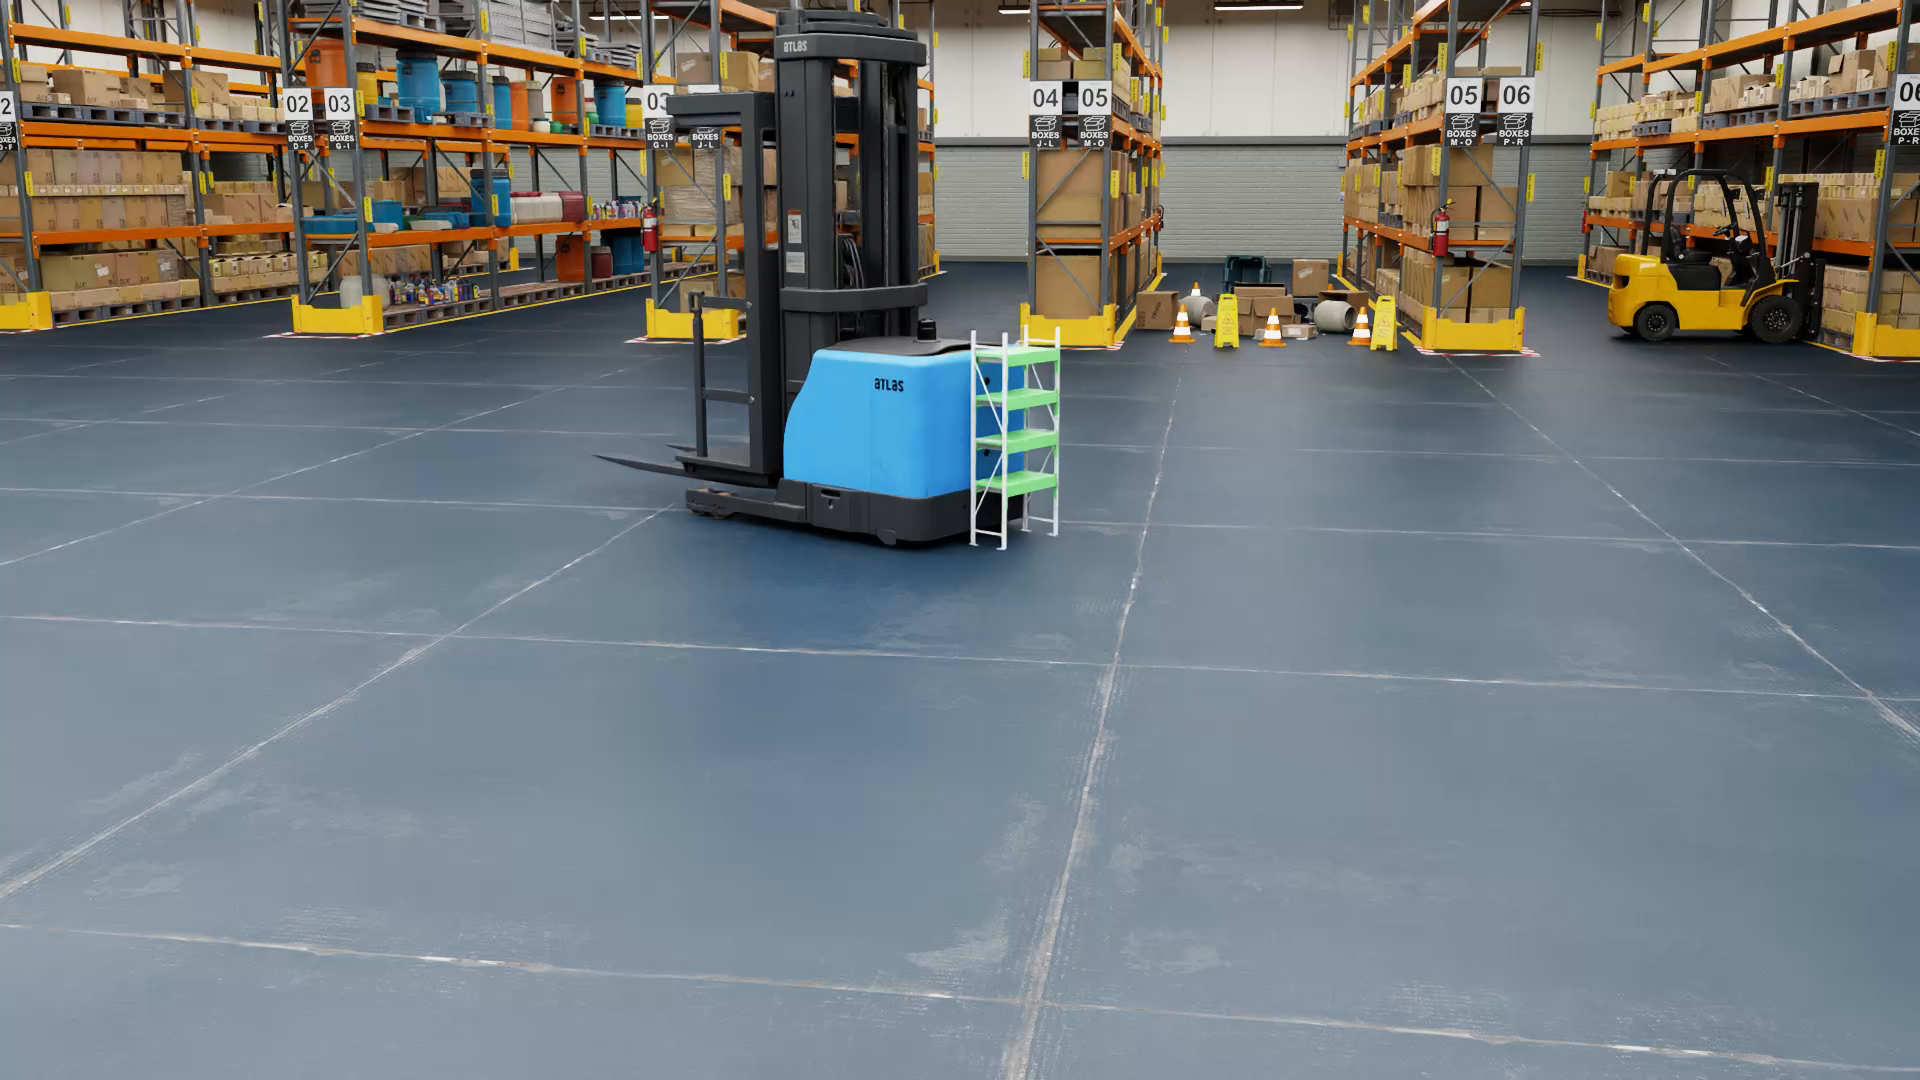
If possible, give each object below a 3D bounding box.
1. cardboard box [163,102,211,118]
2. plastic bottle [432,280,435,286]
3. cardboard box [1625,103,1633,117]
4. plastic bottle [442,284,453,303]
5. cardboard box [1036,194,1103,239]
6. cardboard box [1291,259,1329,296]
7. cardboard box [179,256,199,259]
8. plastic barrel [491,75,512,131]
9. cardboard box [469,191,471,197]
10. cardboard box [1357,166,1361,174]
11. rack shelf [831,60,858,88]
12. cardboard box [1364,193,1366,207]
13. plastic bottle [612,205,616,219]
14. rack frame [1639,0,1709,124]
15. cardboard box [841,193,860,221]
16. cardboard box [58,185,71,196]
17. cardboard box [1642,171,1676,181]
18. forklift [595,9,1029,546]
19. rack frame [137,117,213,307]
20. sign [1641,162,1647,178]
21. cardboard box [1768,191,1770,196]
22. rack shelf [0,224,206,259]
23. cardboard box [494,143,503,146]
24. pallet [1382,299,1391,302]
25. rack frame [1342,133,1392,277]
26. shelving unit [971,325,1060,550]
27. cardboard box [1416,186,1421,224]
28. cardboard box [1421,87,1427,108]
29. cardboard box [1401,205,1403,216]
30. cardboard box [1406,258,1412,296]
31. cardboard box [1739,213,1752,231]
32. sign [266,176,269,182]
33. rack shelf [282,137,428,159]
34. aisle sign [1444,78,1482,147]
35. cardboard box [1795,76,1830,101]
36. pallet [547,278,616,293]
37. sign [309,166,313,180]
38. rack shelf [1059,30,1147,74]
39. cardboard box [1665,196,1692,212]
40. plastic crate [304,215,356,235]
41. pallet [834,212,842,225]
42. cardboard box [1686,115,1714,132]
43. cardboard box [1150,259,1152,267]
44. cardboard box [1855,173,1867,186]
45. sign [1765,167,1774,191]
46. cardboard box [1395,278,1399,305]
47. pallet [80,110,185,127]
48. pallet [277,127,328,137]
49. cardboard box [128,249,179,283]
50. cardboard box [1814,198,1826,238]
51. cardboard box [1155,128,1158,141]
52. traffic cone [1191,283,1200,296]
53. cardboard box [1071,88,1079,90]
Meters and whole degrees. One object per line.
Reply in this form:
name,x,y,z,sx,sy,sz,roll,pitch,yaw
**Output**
cardboard box,-12.597,-7.004,27.113,0.500,0.250,0.500,3,13,15
plastic bottle,-8.290,-3.946,26.115,0.097,0.271,0.097,0,12,0
cardboard box,12.923,-8.142,31.497,0.500,0.250,0.500,2,12,8
plastic bottle,-7.730,-3.716,25.037,0.152,0.276,0.135,2,12,10
cardboard box,1.369,-4.094,21.013,0.875,0.550,0.550,2,12,9
cardboard box,5.115,-3.835,24.303,0.500,0.500,0.500,2,12,9
cardboard box,-12.849,-4.615,27.988,0.500,0.311,0.500,2,12,10
plastic barrel,-7.743,-7.213,27.534,0.600,0.901,0.708,2,12,9
cardboard box,-10.892,-7.406,36.501,0.500,0.500,0.500,2,12,8
cardboard box,7.908,-6.945,31.990,0.500,0.500,0.500,2,12,8
rack shelf,-1.991,-8.591,30.652,1.077,0.370,4.000,2,12,9
cardboard box,7.606,-6.175,30.198,0.500,0.250,0.500,2,12,9
plastic bottle,-6.584,-6.230,31.586,0.097,0.271,0.097,0,12,0
rack frame,13.014,-9.073,30.234,1.000,3.000,0.127,2,12,9
cardboard box,-1.955,-5.930,29.653,0.500,0.500,0.500,2,12,10
cardboard box,-12.966,-4.993,23.764,0.380,0.149,0.250,2,12,9
cardboard box,13.506,-6.880,32.170,0.500,0.500,0.500,2,12,7
forklift,-1.051,-1.632,10.110,3.031,2.935,1.130,10,16,38
rack frame,-12.702,-5.278,26.864,1.000,3.000,0.127,2,12,9
sign,14.174,-7.671,34.471,0.100,0.325,0.005,2,12,9
cardboard box,11.617,-4.919,23.423,0.380,0.149,0.250,2,12,11
rack shelf,-13.009,-4.510,25.008,1.077,0.370,4.000,2,12,9
cardboard box,-10.675,-9.053,37.619,0.500,0.250,0.500,2,12,9
pallet,7.182,-3.689,26.109,1.003,0.211,1.213,2,12,9
rack frame,8.724,-7.133,35.472,1.000,3.000,0.127,2,12,9
shelving unit,0.313,-0.585,9.361,0.258,1.200,0.503,10,15,38
cardboard box,6.333,-4.432,21.994,0.500,0.500,0.500,2,12,9
cardboard box,6.305,-5.774,21.696,0.500,0.250,0.500,2,12,9
cardboard box,6.685,-4.834,24.402,0.380,0.149,0.250,2,12,9
cardboard box,6.450,-3.637,22.999,0.500,0.500,0.500,2,12,11
cardboard box,11.674,-4.620,24.167,0.500,0.250,0.500,2,12,8
sign,-16.299,-8.417,39.186,0.100,0.325,0.005,2,12,9
rack shelf,-11.779,-7.642,32.419,1.077,0.370,4.000,2,12,9
aisle sign,5.967,-5.070,19.727,0.394,0.787,0.004,2,12,9
cardboard box,11.415,-5.987,22.010,0.500,0.311,0.500,2,12,10
pallet,-7.113,-4.752,31.041,1.003,0.211,1.213,2,12,9
sign,-15.217,-8.597,38.954,0.100,0.325,0.005,2,12,9
rack shelf,2.279,-7.576,25.945,1.077,0.370,4.000,2,12,9
cardboard box,12.241,-5.670,28.041,0.500,0.250,0.500,1,12,6
plastic crate,-8.642,-4.325,22.796,0.499,0.251,0.616,2,12,9
pallet,-2.563,-5.282,27.337,1.003,0.211,1.213,2,12,9
cardboard box,12.238,-6.815,27.234,0.500,0.250,0.500,1,12,7
cardboard box,3.574,-5.462,32.782,0.380,0.149,0.250,2,12,11
cardboard box,11.036,-4.343,20.042,0.380,0.149,0.250,2,12,10
sign,11.246,-5.018,23.097,0.100,0.325,0.005,2,12,9
cardboard box,6.956,-3.665,24.621,0.950,0.372,0.625,2,12,9
pallet,-12.807,-6.523,25.729,1.003,0.211,1.213,2,12,9
pallet,-12.103,-7.340,29.763,1.213,0.211,1.003,2,12,11
cardboard box,-12.645,-4.298,26.068,0.500,0.500,0.500,2,12,9
cardboard box,11.218,-4.122,21.261,0.500,0.500,0.500,2,12,9
cardboard box,3.701,-8.133,33.348,0.500,0.250,0.500,2,12,11
traffic cone,3.670,-3.765,25.863,0.336,0.463,0.334,2,12,9
cardboard box,1.389,-6.159,22.247,0.500,0.250,0.500,2,12,9
